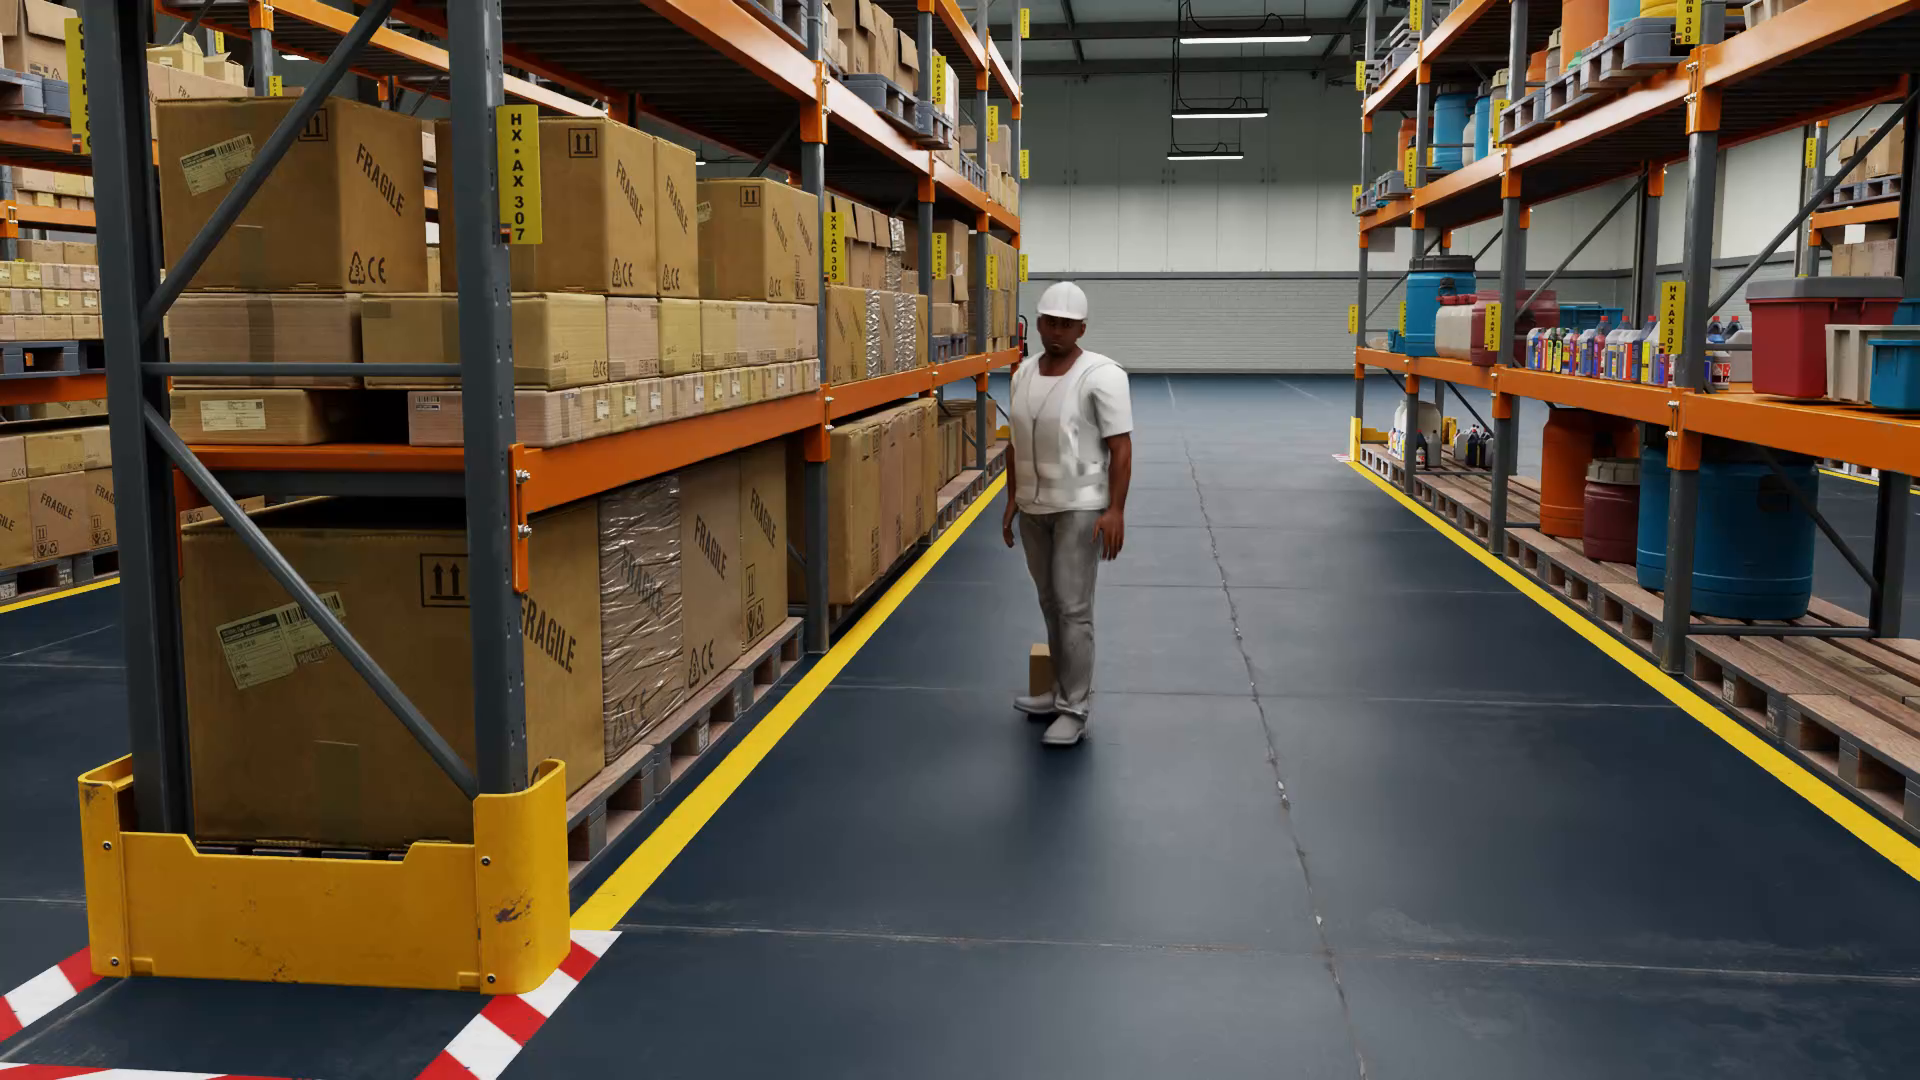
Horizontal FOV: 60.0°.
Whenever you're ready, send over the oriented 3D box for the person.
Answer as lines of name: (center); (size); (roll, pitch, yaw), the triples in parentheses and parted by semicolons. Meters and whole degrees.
person: (0.390, -0.120, 6.524); (0.537, 1.770, 0.587); (-7, 10, -41)
